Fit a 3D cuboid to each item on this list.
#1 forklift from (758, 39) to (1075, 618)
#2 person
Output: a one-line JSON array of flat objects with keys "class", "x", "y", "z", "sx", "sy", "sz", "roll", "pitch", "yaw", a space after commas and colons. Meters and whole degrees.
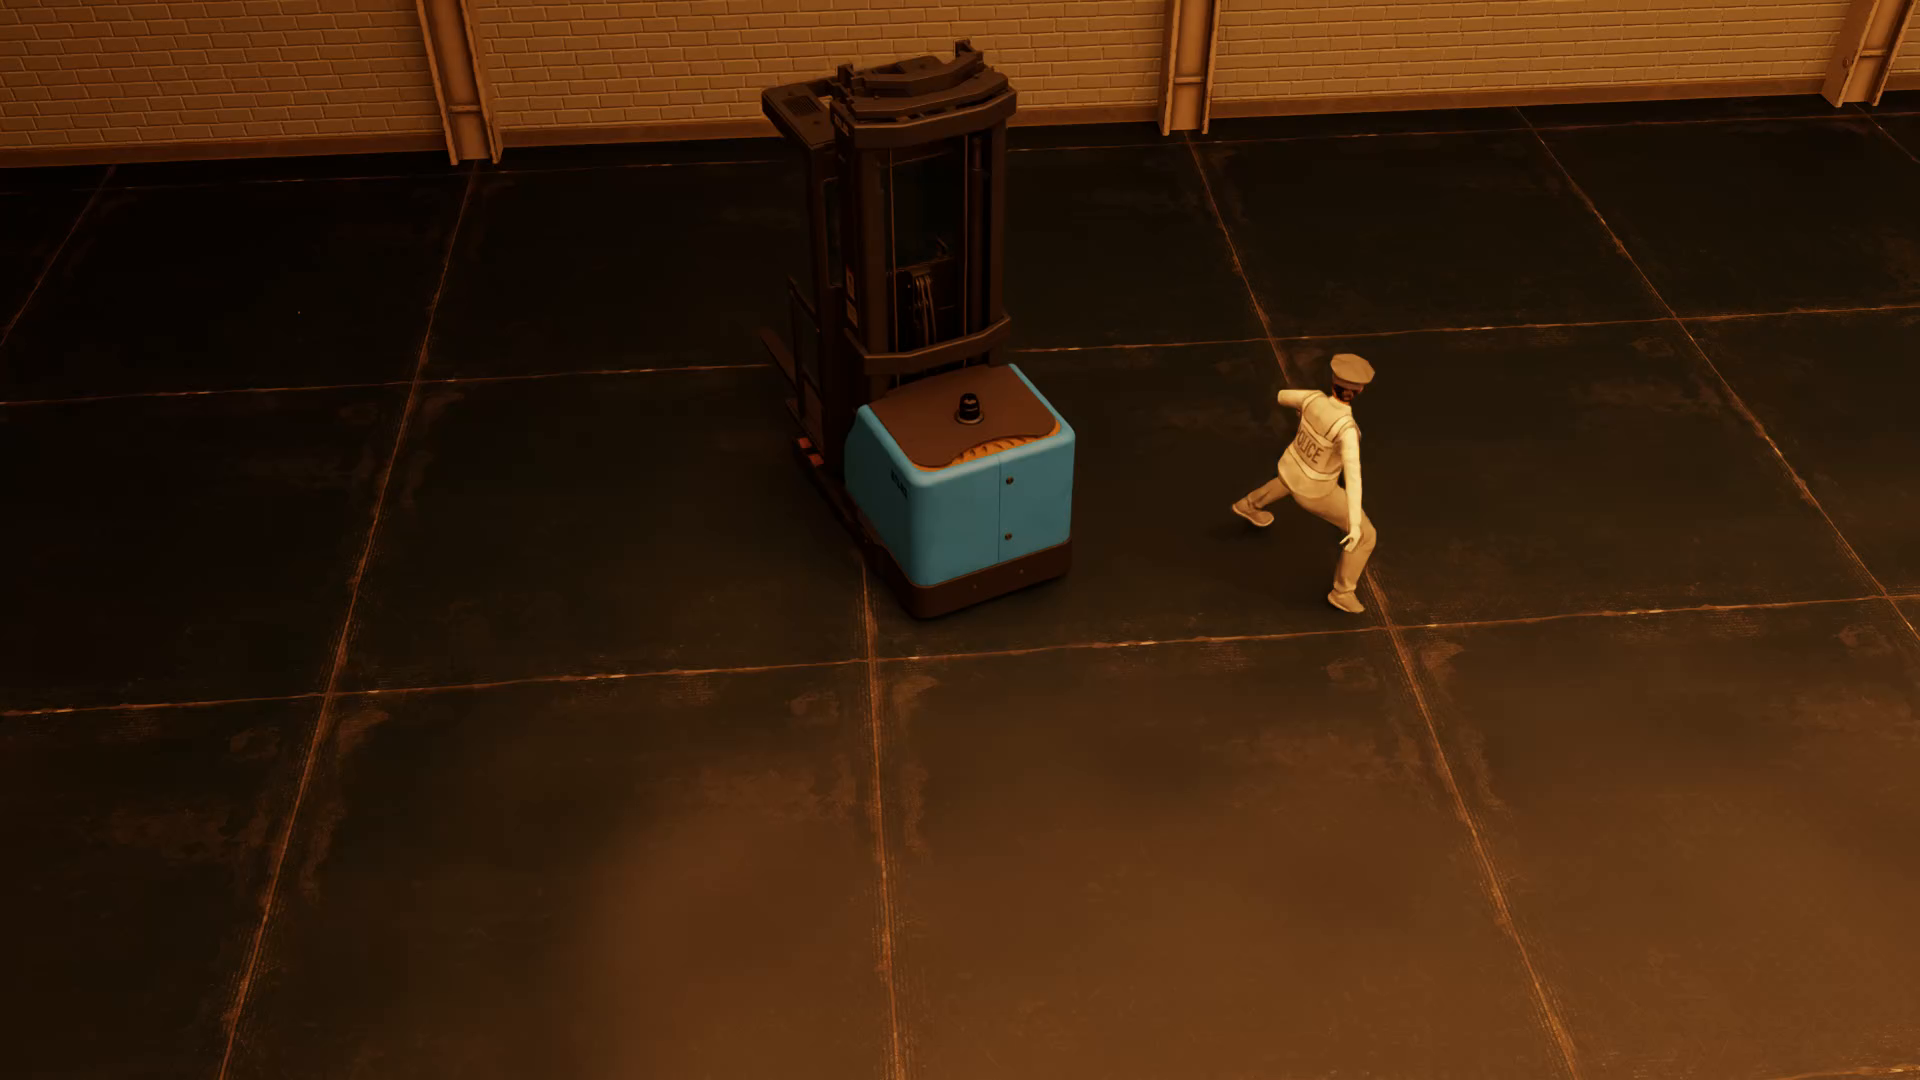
[{"class": "forklift", "x": -0.437, "y": -1.619, "z": 9.830, "sx": 1.130, "sy": 2.935, "sz": 3.031, "roll": -18, "pitch": 44, "yaw": -19}, {"class": "person", "x": 2.060, "y": -0.324, "z": 9.473, "sx": 0.490, "sy": 1.567, "sz": 1.104, "roll": -14, "pitch": 42, "yaw": -15}]
